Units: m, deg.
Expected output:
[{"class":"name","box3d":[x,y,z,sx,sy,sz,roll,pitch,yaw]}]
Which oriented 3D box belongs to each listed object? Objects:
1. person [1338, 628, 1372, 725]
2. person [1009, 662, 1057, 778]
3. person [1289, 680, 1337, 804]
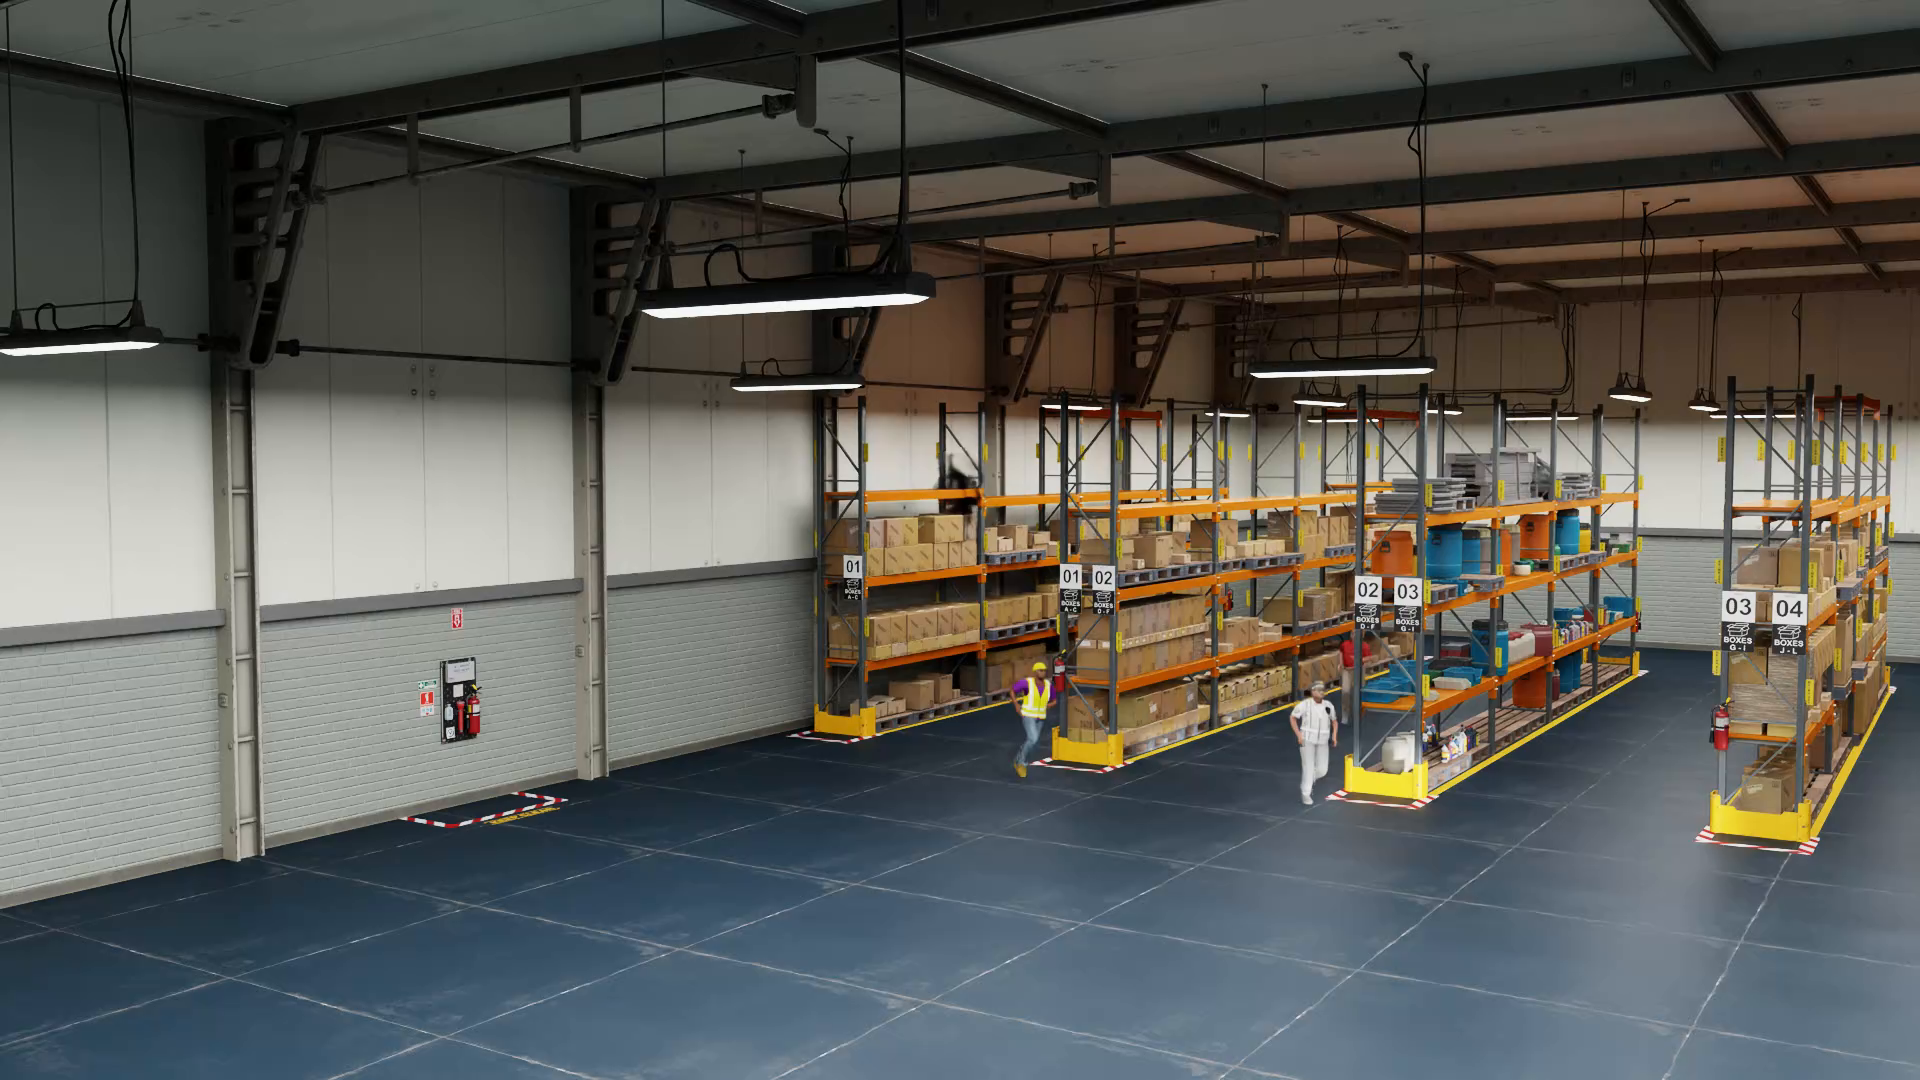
[{"class":"person","box3d":[7.315,2.515,30.861,0.637,1.782,0.848,1,3,23]},{"class":"person","box3d":[1.157,2.777,25.851,0.709,1.777,0.695,-2,3,-30]},{"class":"person","box3d":[5.104,2.892,23.904,0.694,1.746,0.517,0,3,-4]}]
